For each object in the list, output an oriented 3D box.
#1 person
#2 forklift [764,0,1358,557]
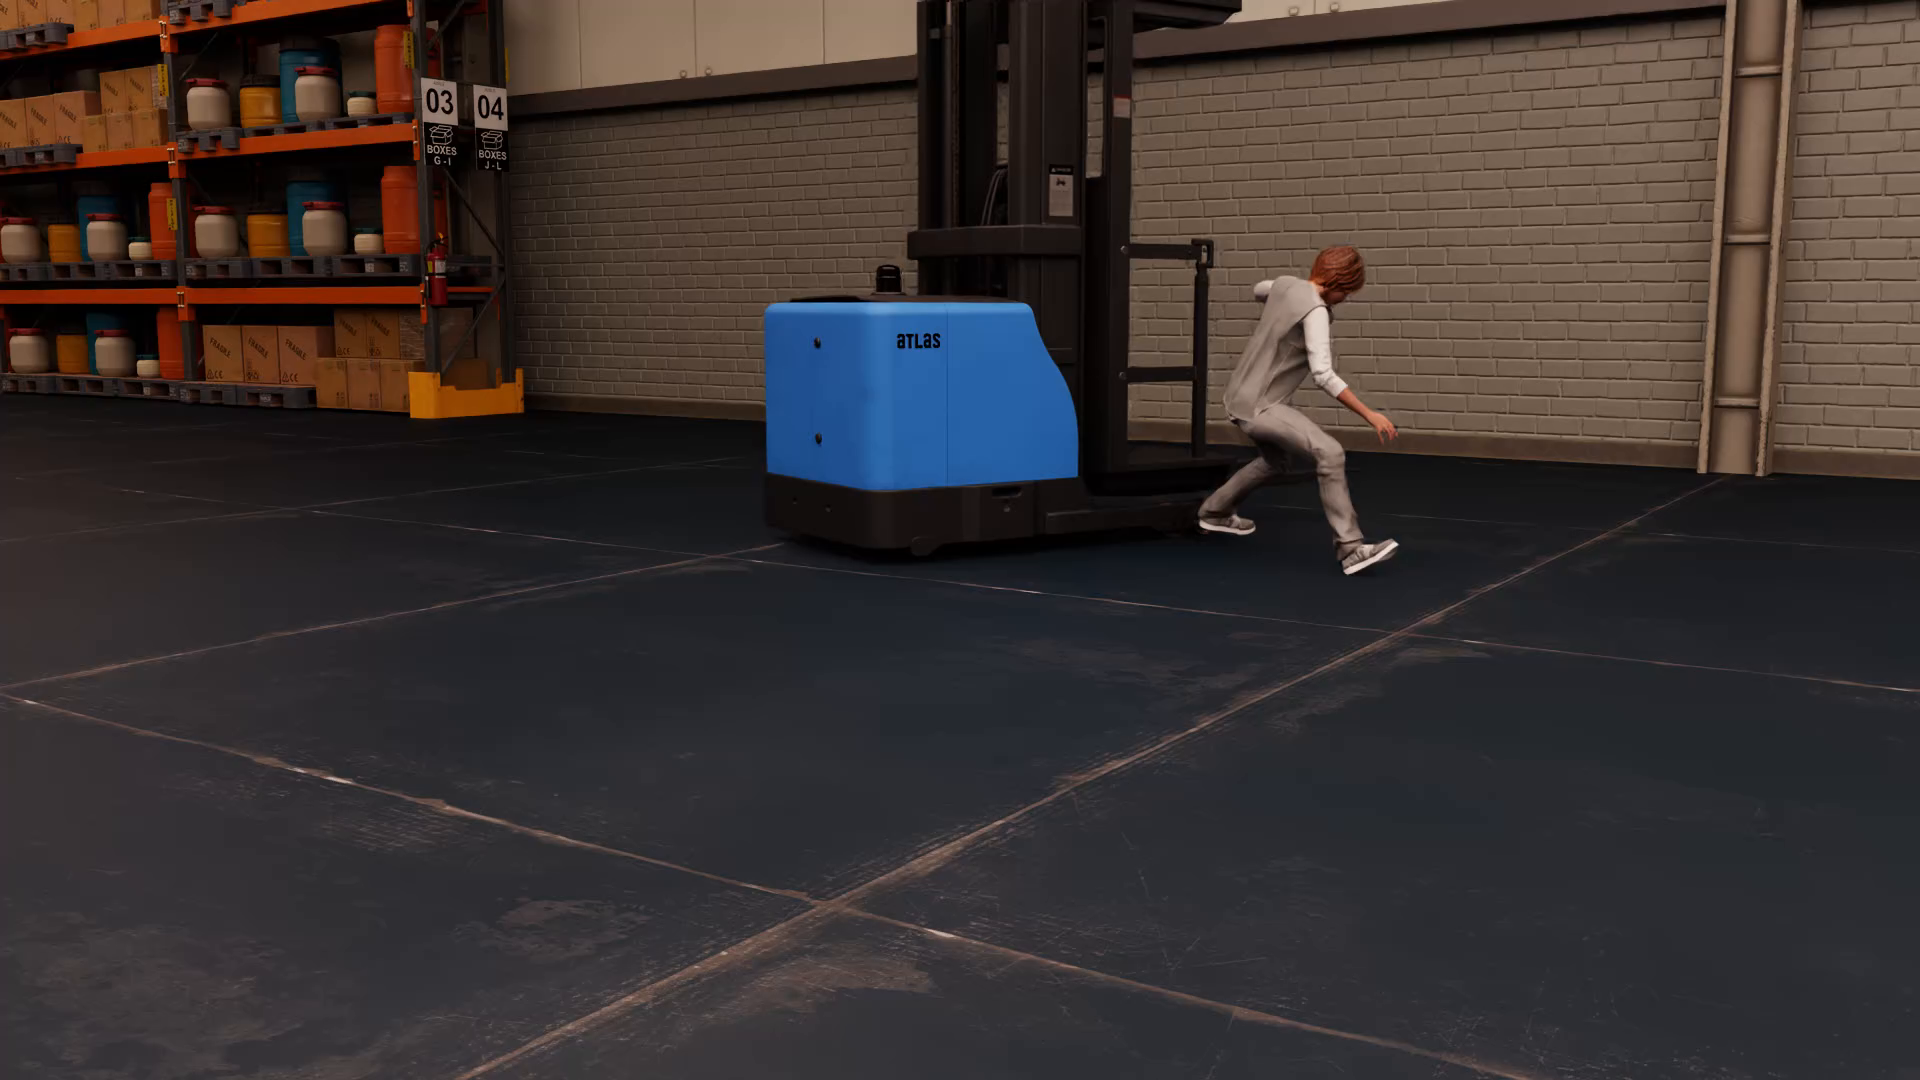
[{"bbox_3d":[1.388,-0.556,6.917,0.689,1.306,1.101,0,8,2],"label":"person"},{"bbox_3d":[0.614,-1.516,7.850,3.031,2.935,1.130,-5,10,-33],"label":"forklift"}]
